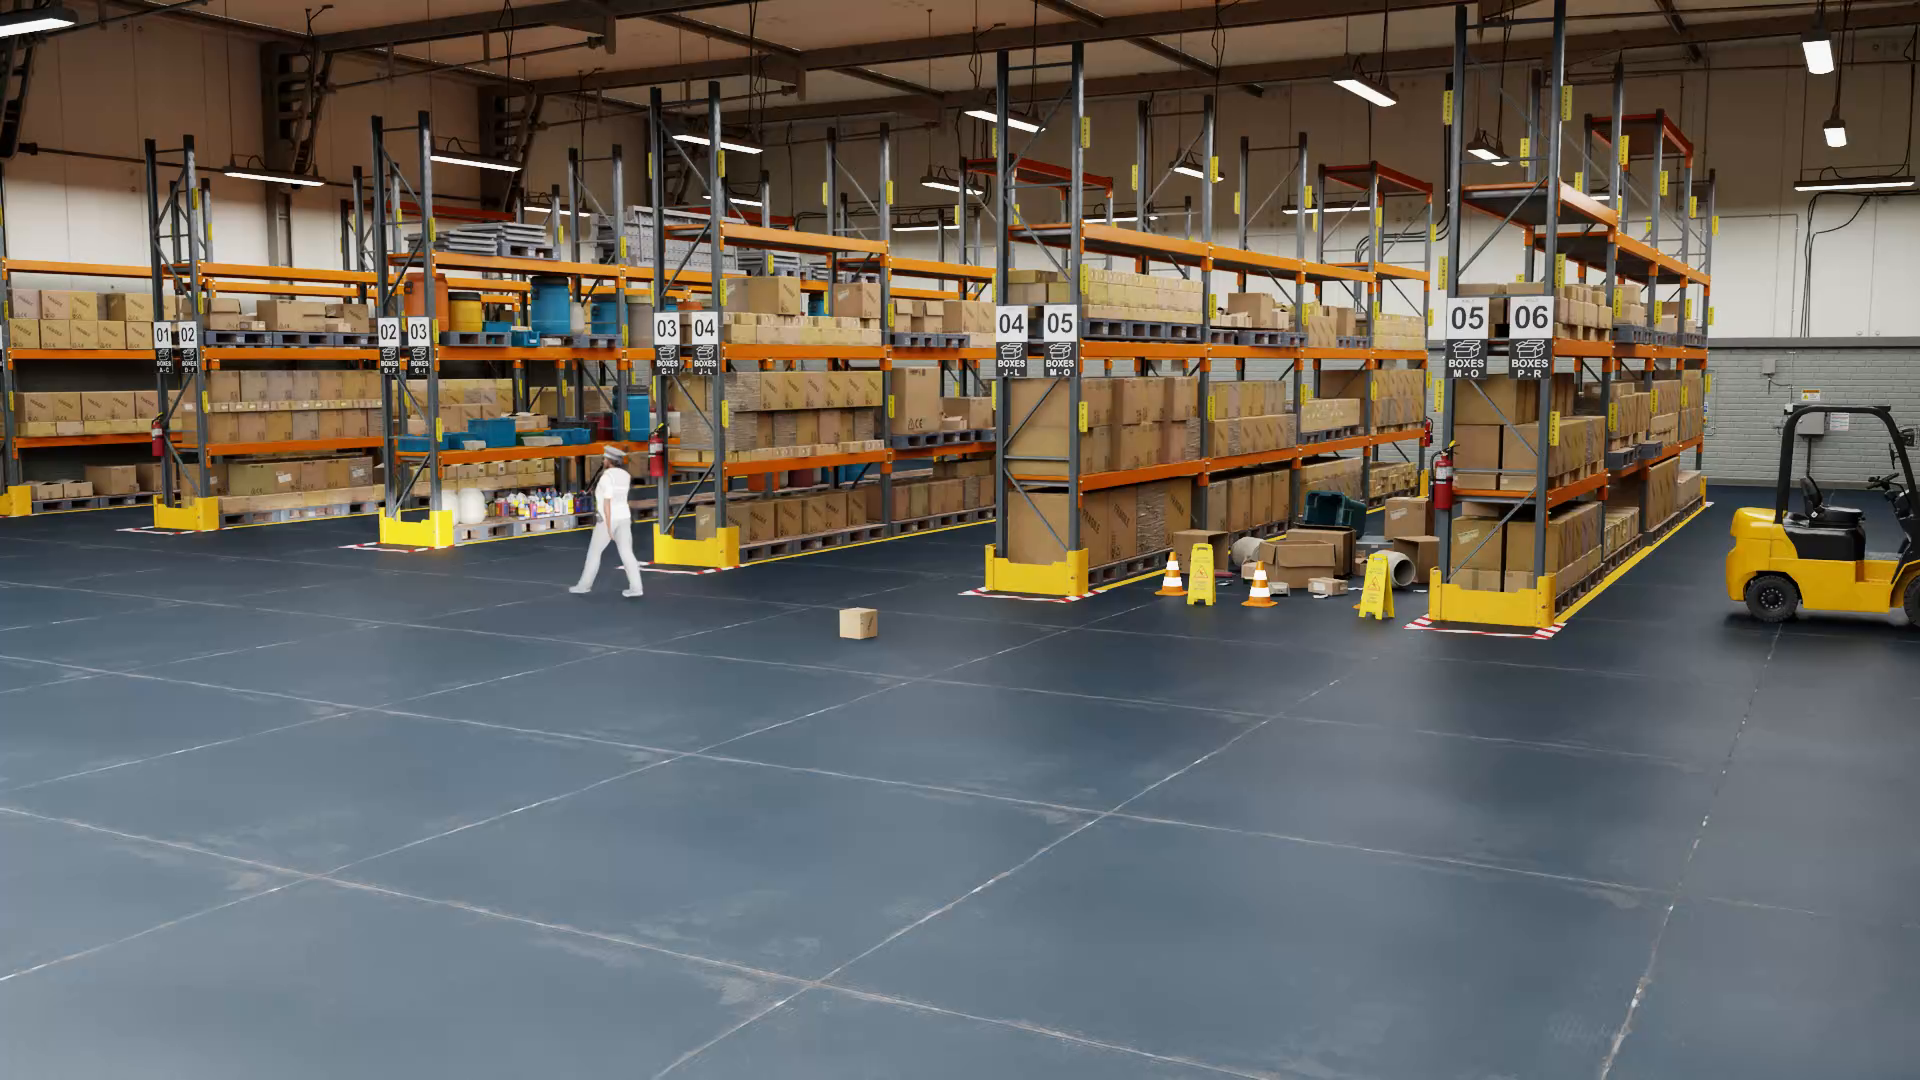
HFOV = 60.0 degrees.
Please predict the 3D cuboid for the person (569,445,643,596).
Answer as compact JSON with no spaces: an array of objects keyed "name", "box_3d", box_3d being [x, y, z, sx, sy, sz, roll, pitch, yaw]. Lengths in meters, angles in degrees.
[{"name":"person","box_3d":[-3.858,-0.219,18.206,0.937,1.642,0.458,4,7,34]}]
